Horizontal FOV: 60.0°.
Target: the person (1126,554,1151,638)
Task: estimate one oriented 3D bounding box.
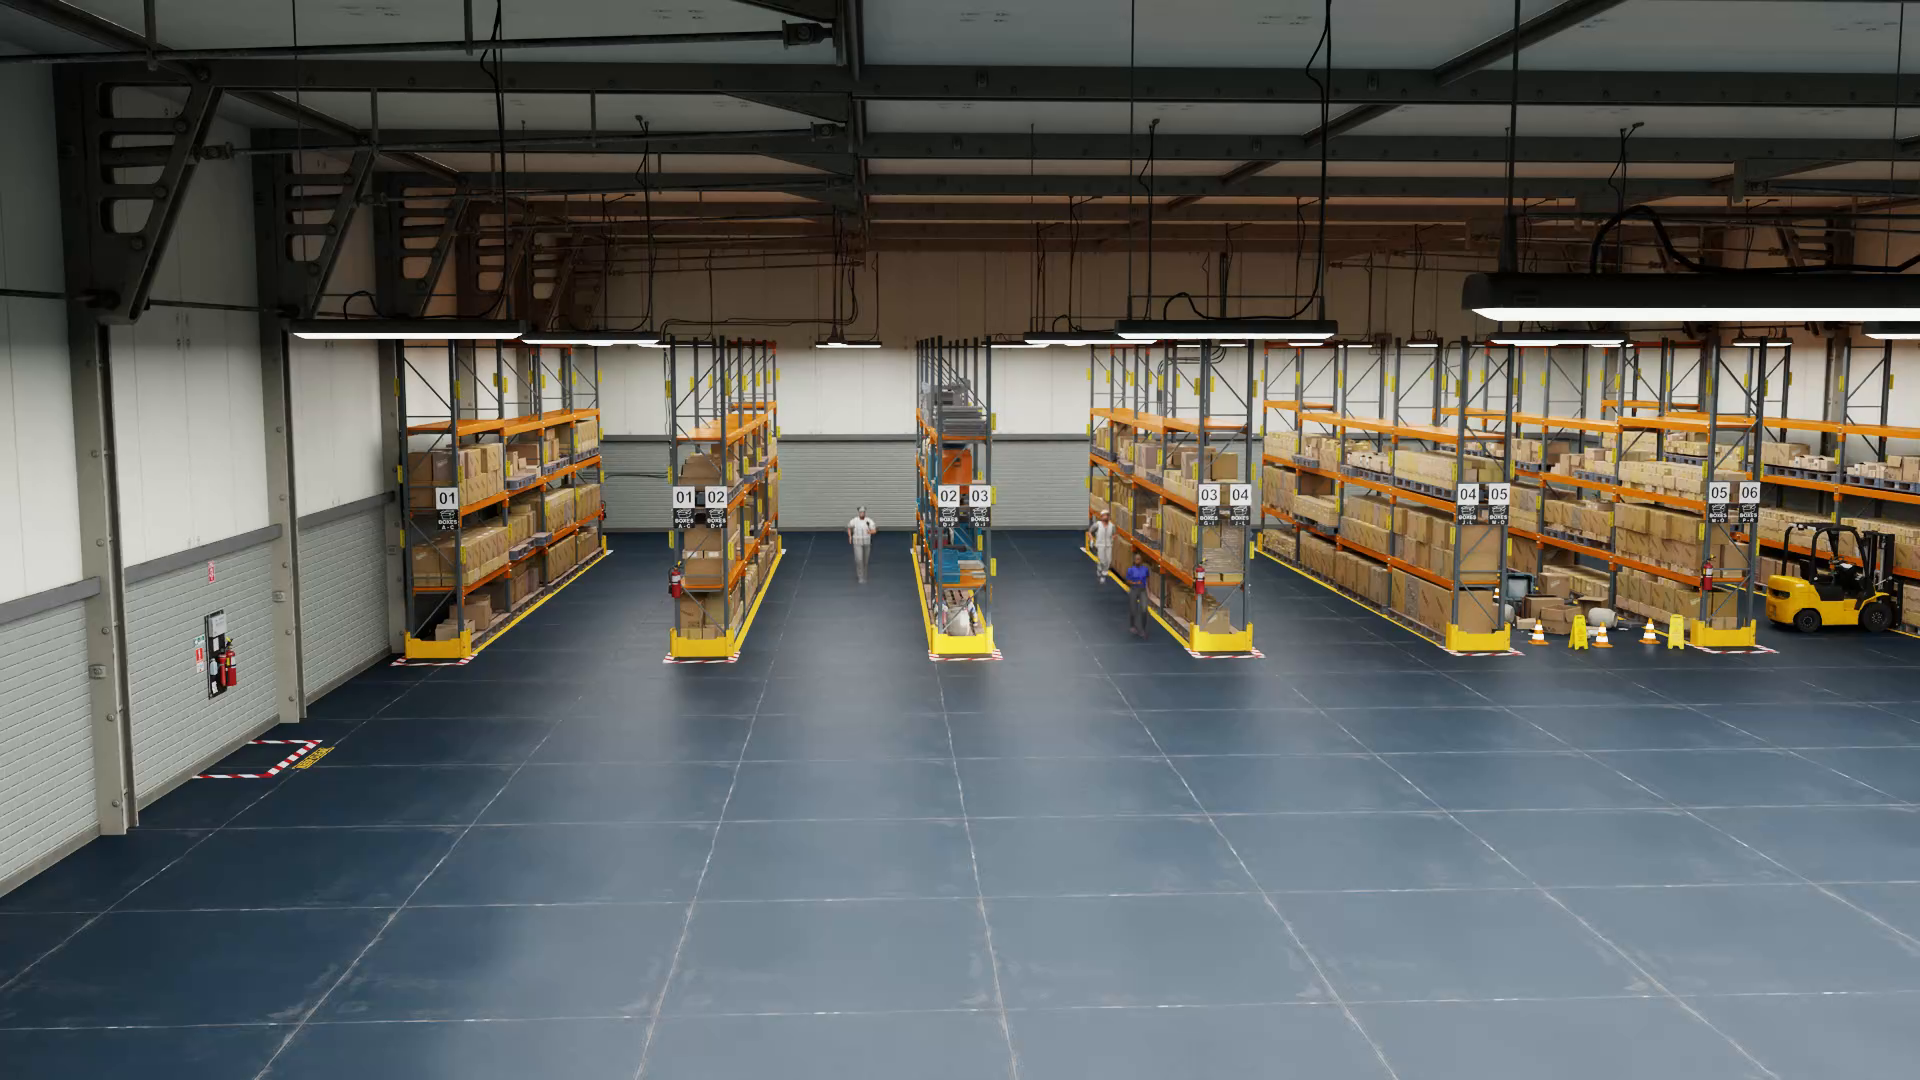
[{"bbox_3d":[3.592,1.163,33.386,0.541,1.613,0.718,0,7,-4],"label":"person"}]

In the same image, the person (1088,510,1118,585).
[{"bbox_3d":[3.358,0.181,38.579,0.665,1.759,0.576,-2,7,-14],"label":"person"}]

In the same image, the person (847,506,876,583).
[{"bbox_3d":[-2.292,0.109,39.113,0.662,1.827,0.904,-1,7,-13],"label":"person"}]

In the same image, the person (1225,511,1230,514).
[{"bbox_3d":[7.788,-0.663,48.462,0.911,1.759,0.725,-4,8,-34],"label":"person"}]
